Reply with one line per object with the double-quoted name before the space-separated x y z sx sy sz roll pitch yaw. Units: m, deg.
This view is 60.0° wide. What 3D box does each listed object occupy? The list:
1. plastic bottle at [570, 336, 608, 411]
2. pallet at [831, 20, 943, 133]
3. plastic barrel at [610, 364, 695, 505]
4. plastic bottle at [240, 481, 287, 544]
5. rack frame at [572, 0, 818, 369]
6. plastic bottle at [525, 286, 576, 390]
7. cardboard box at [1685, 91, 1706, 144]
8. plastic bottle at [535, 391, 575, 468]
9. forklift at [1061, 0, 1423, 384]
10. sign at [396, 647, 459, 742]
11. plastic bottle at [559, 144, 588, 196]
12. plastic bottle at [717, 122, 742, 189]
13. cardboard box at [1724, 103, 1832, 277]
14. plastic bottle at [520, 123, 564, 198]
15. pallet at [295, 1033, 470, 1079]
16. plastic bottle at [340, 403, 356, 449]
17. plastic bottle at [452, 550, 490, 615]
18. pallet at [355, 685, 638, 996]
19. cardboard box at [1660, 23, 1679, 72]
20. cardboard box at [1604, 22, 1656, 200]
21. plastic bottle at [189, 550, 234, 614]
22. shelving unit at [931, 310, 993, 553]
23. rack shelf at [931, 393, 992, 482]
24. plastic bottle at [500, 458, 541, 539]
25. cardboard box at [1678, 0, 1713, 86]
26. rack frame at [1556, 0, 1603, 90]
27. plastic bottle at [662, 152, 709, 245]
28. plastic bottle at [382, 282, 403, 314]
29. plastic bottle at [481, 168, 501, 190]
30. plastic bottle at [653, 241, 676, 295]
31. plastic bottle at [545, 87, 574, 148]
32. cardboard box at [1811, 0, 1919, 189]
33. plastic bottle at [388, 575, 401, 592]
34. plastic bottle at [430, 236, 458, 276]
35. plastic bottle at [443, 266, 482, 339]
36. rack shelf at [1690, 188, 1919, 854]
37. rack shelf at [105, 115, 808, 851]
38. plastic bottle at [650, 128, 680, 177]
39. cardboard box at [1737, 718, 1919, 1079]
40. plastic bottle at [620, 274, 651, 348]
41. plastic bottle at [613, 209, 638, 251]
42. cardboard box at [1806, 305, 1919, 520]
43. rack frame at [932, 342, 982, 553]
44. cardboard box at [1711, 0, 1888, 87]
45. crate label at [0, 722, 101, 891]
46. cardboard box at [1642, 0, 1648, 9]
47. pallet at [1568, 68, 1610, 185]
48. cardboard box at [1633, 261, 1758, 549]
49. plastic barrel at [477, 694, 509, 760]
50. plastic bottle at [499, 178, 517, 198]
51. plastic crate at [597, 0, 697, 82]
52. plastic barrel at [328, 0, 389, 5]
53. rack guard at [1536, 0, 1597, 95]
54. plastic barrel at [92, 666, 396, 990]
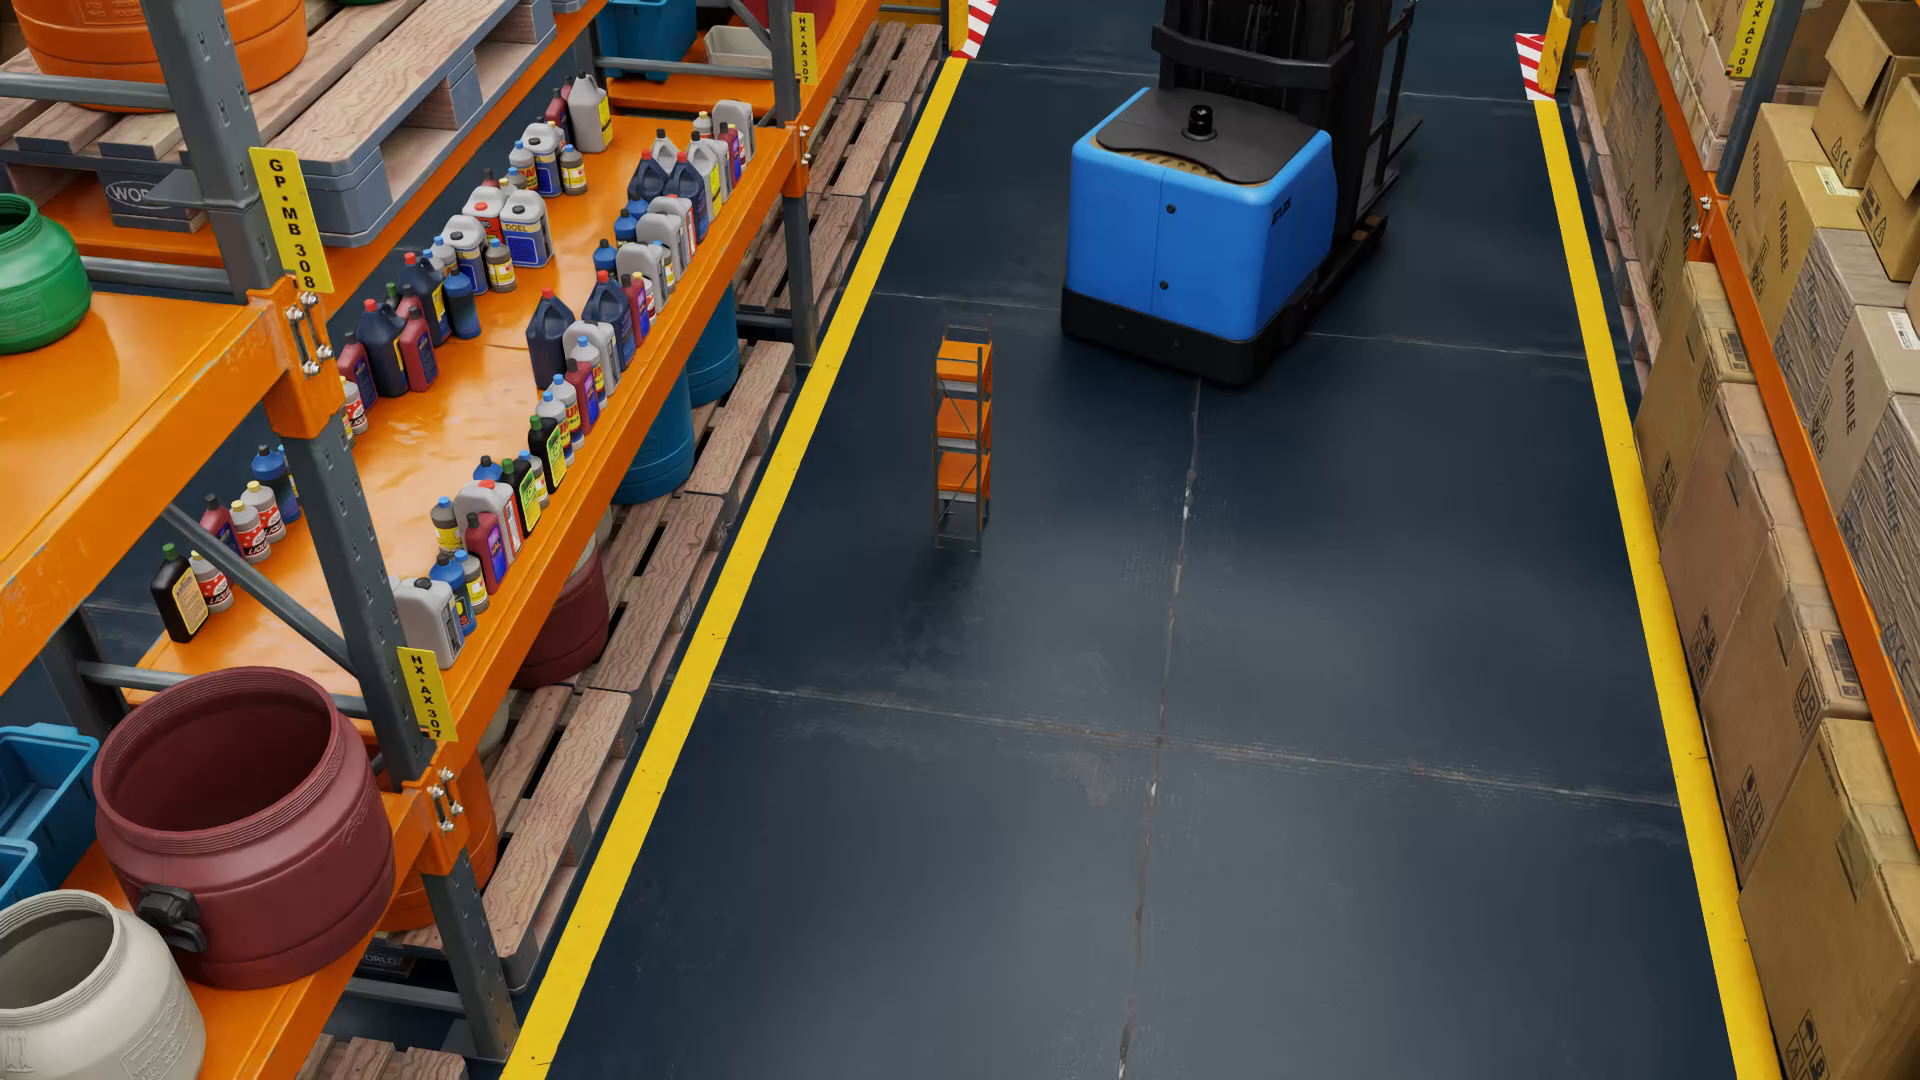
"plastic bottle" -1.273 -0.574 5.691 0.097 0.271 0.097 0 40 0
"pallet" -0.710 -3.026 10.744 1.003 0.211 1.213 6 40 8
"plastic barrel" -1.454 -0.672 7.026 0.600 0.901 0.708 6 40 8
"plastic bottle" -2.169 -0.094 5.165 0.097 0.201 0.097 0 40 0
"rack frame" -1.221 -2.103 7.440 1.000 3.000 0.127 6 40 8
"plastic bottle" -1.421 -0.712 5.796 0.144 0.351 0.185 6 40 8
"cardboard box" 3.432 -1.850 7.330 0.380 0.149 0.250 7 40 9
"plastic bottle" -1.330 -0.368 5.442 0.097 0.271 0.097 0 40 0
"forklift" 1.709 -2.800 8.337 1.130 2.935 3.031 21 44 24
"sign" -1.370 0.400 4.283 0.100 0.325 0.005 6 40 8
"plastic bottle" -1.613 -1.546 6.922 0.097 0.201 0.097 0 40 0
"plastic bottle" -0.966 -1.625 6.953 0.061 0.283 0.133 6 40 8
"cardboard box" 3.332 -1.334 6.432 0.500 0.500 0.500 7 40 8
"plastic bottle" -1.740 -1.577 6.901 0.152 0.276 0.135 6 40 8
"pallet" -2.085 1.964 4.709 1.003 0.211 1.213 6 40 8
"plastic bottle" -2.084 -0.399 5.534 0.097 0.201 0.097 0 40 0
"plastic bottle" -1.456 0.117 4.910 0.097 0.201 0.097 0 40 0
"pallet" -1.818 0.982 5.896 1.003 0.211 1.213 6 40 8
"cardboard box" 3.565 -2.334 7.916 0.380 0.149 0.250 7 40 9
"cardboard box" 4.160 -2.429 9.172 0.875 0.875 0.875 6 40 8
"plastic bottle" -2.225 0.112 4.916 0.097 0.201 0.097 0 40 0
"shelving unit" 0.009 -0.438 6.956 0.215 1.050 0.252 6 40 8
"rack shelf" 0.009 -0.430 6.963 0.215 0.259 0.240 6 40 8
"plastic bottle" -1.372 -0.153 5.173 0.061 0.283 0.133 6 40 8
"cardboard box" 3.562 -2.245 7.496 0.500 0.250 0.500 8 40 9
"rack frame" 4.350 -4.067 9.816 1.000 3.000 0.127 6 40 8
"plastic bottle" -1.090 -1.355 6.574 0.144 0.351 0.185 6 40 8
"plastic bottle" -2.010 -0.766 5.914 0.061 0.283 0.133 6 40 8
"plastic bottle" -1.858 -1.318 6.581 0.061 0.283 0.133 6 40 8
"plastic bottle" -1.138 -1.038 6.307 0.097 0.201 0.097 0 40 0
"plastic bottle" -1.728 -1.791 7.154 0.061 0.283 0.133 6 40 8
"cardboard box" 3.555 -1.580 5.942 0.797 0.503 0.637 5 40 7
"plastic bottle" -1.670 0.202 4.749 0.152 0.276 0.135 6 40 8
"plastic bottle" -1.924 -1.009 6.217 0.097 0.271 0.097 0 40 0
"plastic bottle" -1.815 -0.871 6.050 0.097 0.271 0.097 0 40 0
"rack shelf" 3.311 -0.025 5.490 1.077 0.370 4.000 6 40 8
"rack shelf" -1.567 -0.571 6.151 1.077 0.370 4.000 6 40 8
"plastic bottle" -1.200 -1.487 6.733 0.144 0.351 0.185 6 40 8
"cardboard box" 3.105 1.179 4.807 1.225 0.875 0.875 5 40 6
"plastic bottle" -1.180 -0.849 6.015 0.061 0.283 0.133 6 40 8
"plastic bottle" -1.271 -1.142 6.379 0.097 0.271 0.097 0 40 0
"cardboard box" 3.074 -0.380 5.277 0.500 0.500 0.500 7 40 9
"rack frame" -0.012 -0.362 6.863 0.200 1.050 0.008 6 40 8
"cardboard box" 3.474 -2.221 6.878 0.500 0.500 0.500 7 40 9
"crate label" -2.355 0.695 4.187 0.303 0.233 0.416 6 40 8
"cardboard box" 3.698 -2.819 8.502 0.380 0.149 0.250 5 40 7
"pallet" 4.288 -2.482 10.087 1.003 0.211 1.213 6 40 8
"cardboard box" 3.566 -0.496 6.834 1.225 0.875 0.875 7 40 8
"plastic barrel" -1.836 0.531 5.877 0.421 0.512 0.421 0 40 0
"plastic bottle" -1.820 -1.357 6.693 0.097 0.201 0.097 0 40 0
"plastic crate" -1.476 -2.451 7.826 0.392 0.384 0.575 6 40 8
"plastic barrel" -1.503 -1.491 4.137 0.294 0.245 0.294 0 40 0
"rack guard" 4.354 -3.119 10.630 1.175 0.500 0.348 6 40 8
"plastic barrel" -1.695 0.679 3.968 0.600 0.536 0.708 6 40 8
